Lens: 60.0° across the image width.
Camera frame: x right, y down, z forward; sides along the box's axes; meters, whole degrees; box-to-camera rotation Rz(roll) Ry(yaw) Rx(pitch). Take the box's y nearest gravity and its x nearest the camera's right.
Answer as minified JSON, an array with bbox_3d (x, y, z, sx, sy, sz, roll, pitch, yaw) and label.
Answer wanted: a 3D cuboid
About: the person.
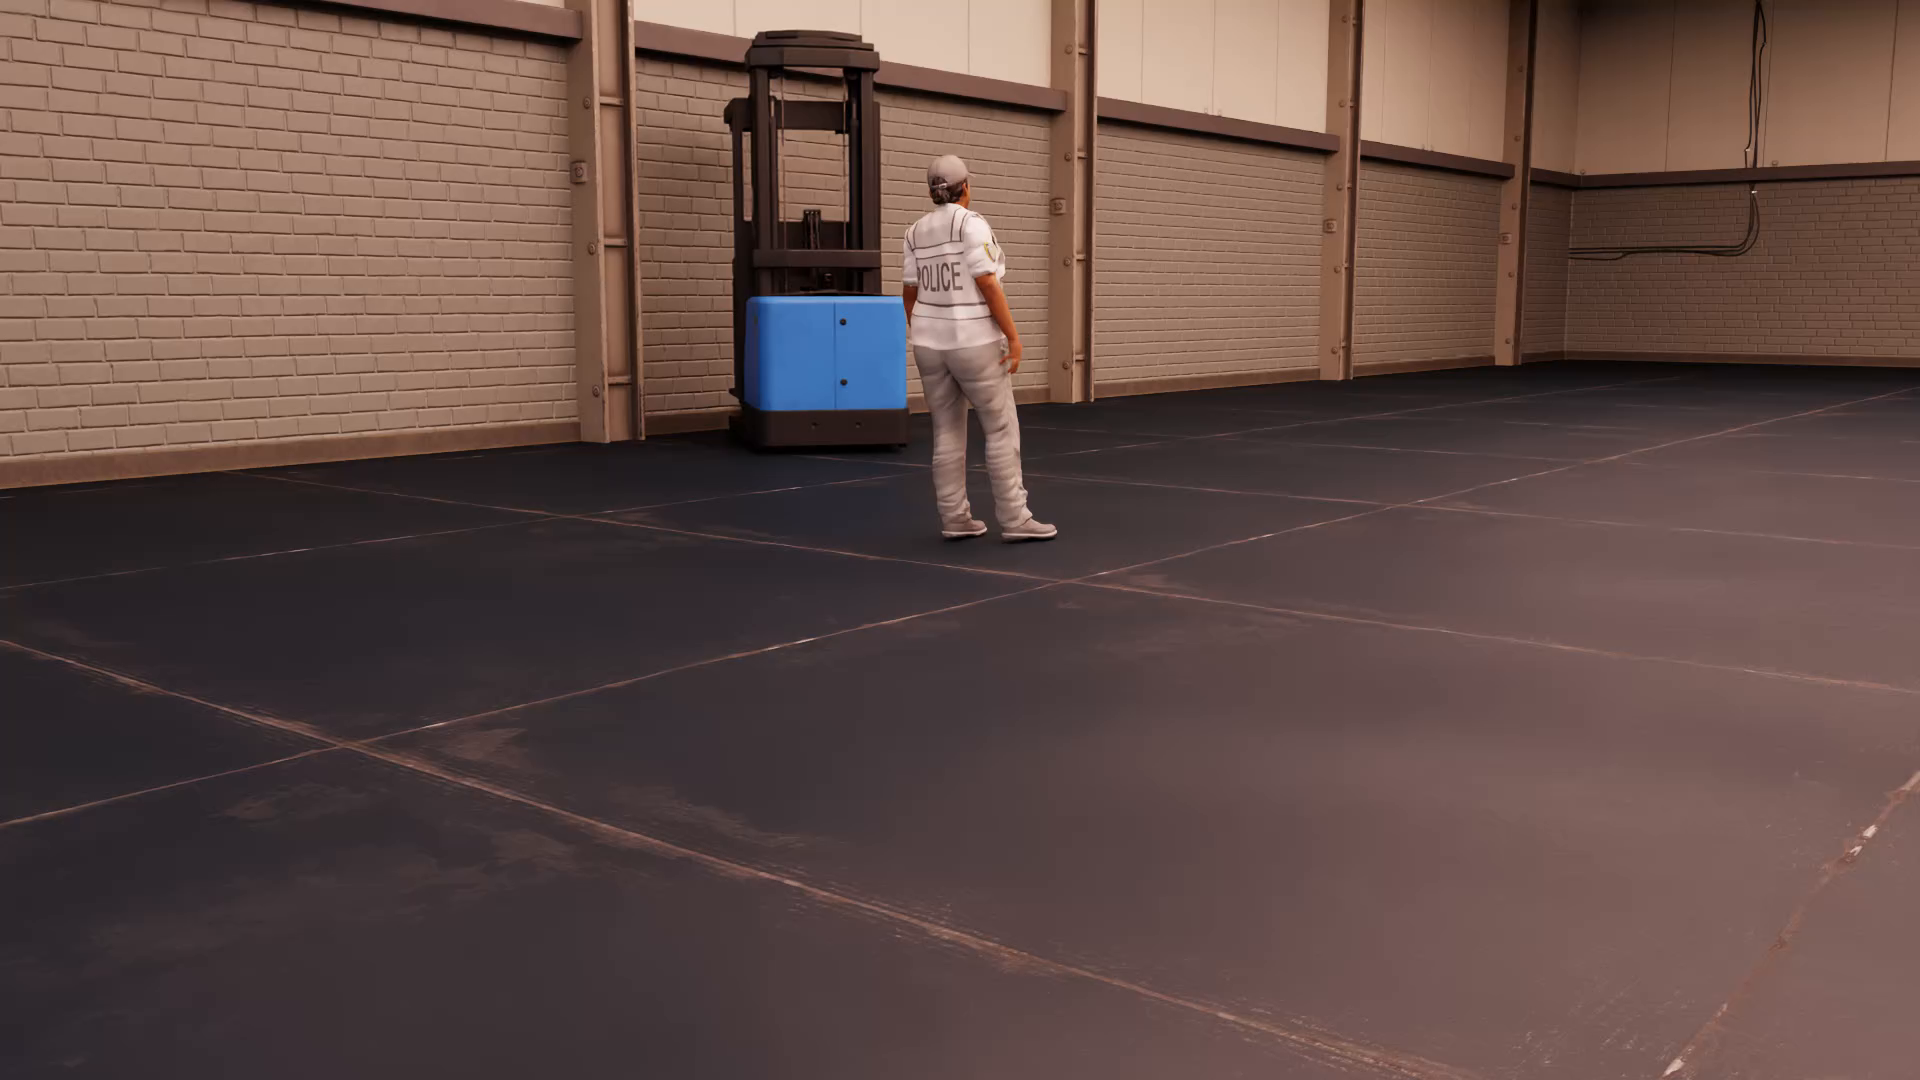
[{"bbox_3d":[0.066,-0.839,7.328,0.598,1.670,0.529,7,11,38],"label":"person"}]

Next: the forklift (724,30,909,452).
[{"bbox_3d":[-1.183,-2.238,12.576,1.130,2.935,3.031,-2,9,-13],"label":"forklift"}]
